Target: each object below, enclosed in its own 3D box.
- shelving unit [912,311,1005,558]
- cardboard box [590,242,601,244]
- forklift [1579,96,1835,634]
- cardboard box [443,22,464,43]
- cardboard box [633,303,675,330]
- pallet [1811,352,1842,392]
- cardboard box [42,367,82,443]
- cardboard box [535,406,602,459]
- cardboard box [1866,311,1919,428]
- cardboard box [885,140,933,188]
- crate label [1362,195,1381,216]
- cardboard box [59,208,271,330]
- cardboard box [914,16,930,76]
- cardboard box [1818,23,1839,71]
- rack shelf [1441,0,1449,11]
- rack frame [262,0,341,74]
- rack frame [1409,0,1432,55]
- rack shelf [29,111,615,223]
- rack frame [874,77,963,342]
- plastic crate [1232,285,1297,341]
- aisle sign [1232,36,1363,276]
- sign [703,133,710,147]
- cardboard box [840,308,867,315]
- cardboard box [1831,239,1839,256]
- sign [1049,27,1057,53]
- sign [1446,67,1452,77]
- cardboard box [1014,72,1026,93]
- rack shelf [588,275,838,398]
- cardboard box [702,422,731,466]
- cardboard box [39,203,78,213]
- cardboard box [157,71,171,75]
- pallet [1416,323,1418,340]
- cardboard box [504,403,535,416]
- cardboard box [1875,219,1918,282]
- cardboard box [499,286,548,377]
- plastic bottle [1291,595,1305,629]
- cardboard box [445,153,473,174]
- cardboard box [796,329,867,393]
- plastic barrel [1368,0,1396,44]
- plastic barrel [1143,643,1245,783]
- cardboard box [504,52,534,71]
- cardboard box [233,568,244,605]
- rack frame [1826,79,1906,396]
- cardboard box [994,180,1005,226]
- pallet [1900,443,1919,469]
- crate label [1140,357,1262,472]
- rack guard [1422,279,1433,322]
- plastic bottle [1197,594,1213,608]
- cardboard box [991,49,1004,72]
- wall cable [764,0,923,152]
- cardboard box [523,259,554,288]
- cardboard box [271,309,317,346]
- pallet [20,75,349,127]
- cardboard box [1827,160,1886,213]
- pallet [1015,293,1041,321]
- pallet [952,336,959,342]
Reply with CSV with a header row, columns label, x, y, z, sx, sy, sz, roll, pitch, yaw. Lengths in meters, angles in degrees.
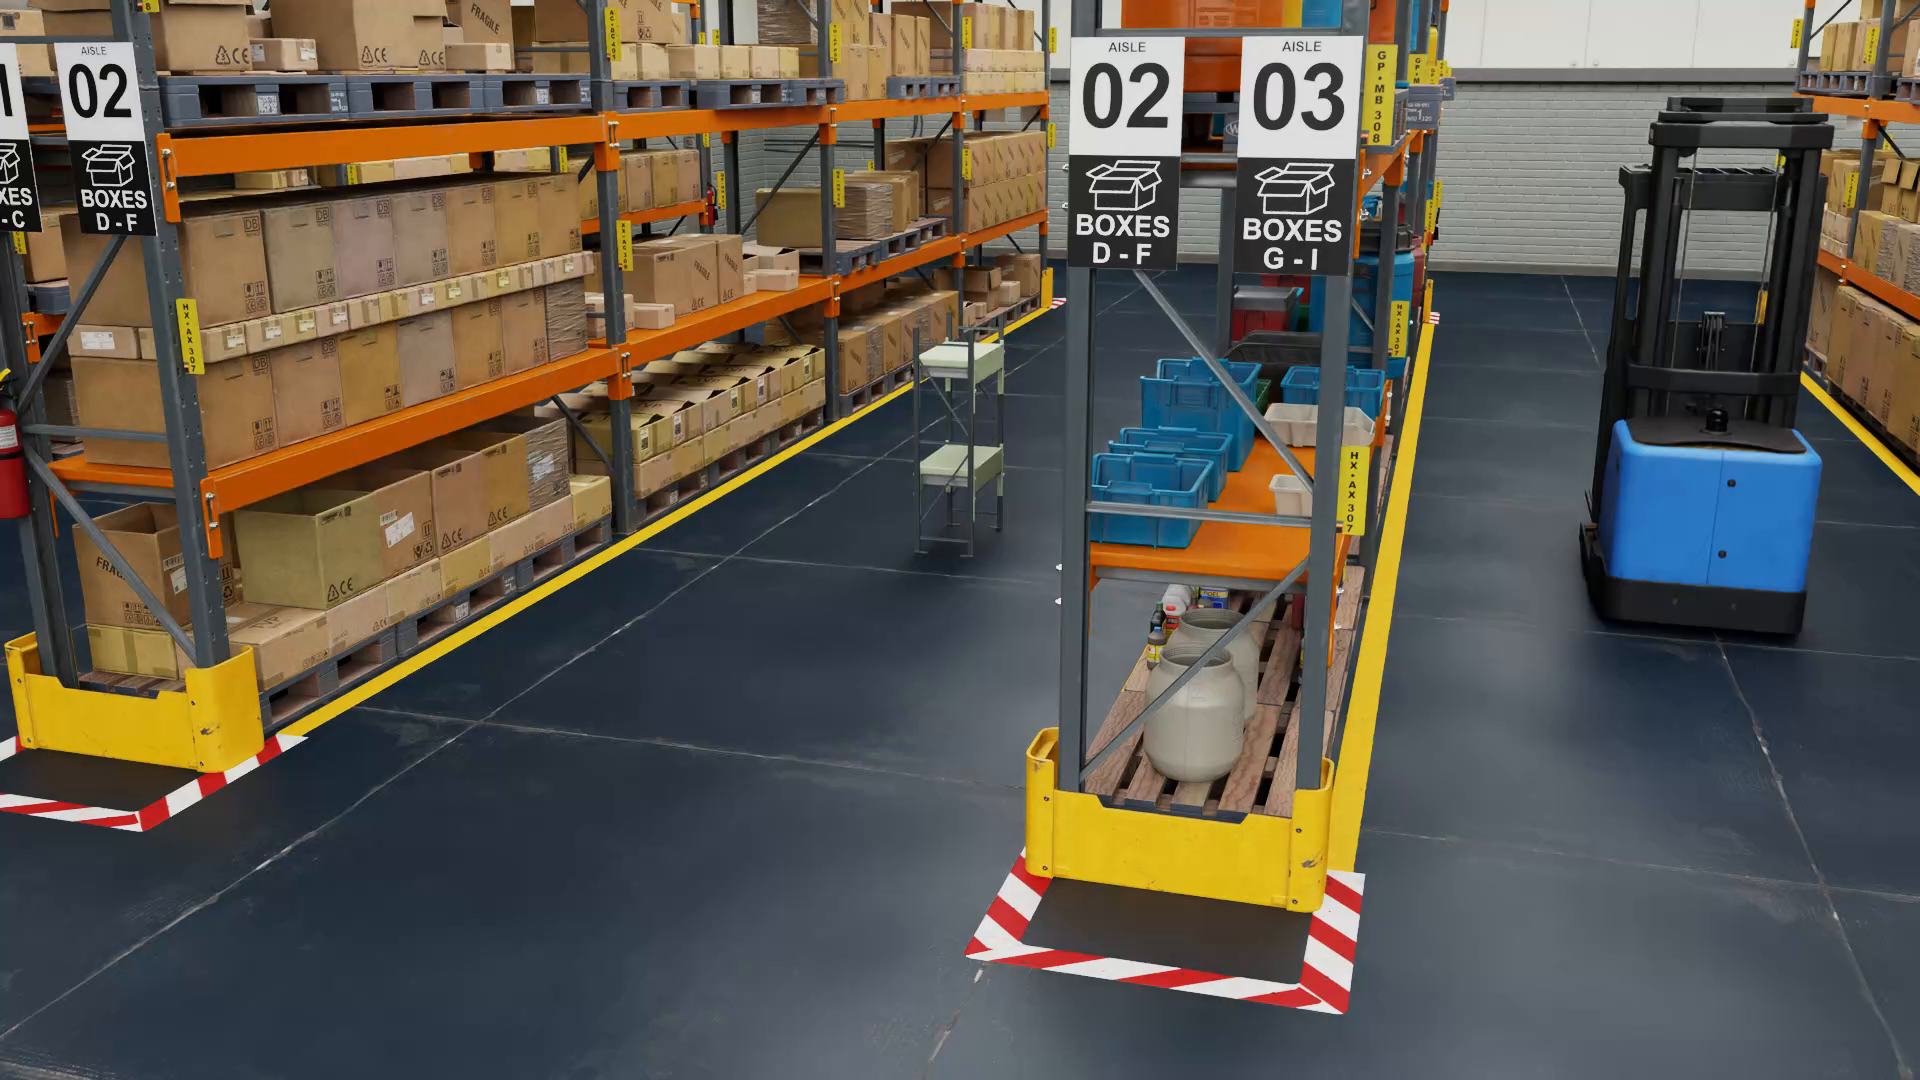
label,x,y,z,sx,sy,sz,roll,pitch,yaw
shelving unit,-0.002,-0.720,11.119,0.431,1.500,0.755,5,16,16
cardboard box,-4.691,-3.879,22.130,0.380,0.149,0.250,5,17,16
forklift,4.612,-1.248,10.358,1.130,2.935,3.031,5,17,16
cardboard box,-3.282,-2.936,9.824,0.500,0.311,0.500,4,16,13
cardboard box,-2.285,-1.614,11.984,0.380,0.149,0.250,5,16,16
pallet,9.329,-1.694,16.916,1.003,0.211,1.213,5,16,16
cardboard box,-7.290,-1.105,13.504,0.700,0.500,0.500,5,17,18
cardboard box,-2.892,-0.796,11.881,0.500,0.311,0.500,5,16,16
cardboard box,8.378,-1.388,13.849,1.225,0.875,0.875,5,16,16
cardboard box,-0.564,-4.294,18.954,0.500,0.500,0.500,5,17,16
crate label,5.040,-4.183,20.776,0.416,0.233,0.303,5,16,16
cardboard box,-3.709,-1.280,7.784,0.700,0.500,0.500,5,16,16
cardboard box,-0.673,-5.227,17.629,0.600,0.600,0.600,3,16,11
cardboard box,9.803,-5.353,18.071,0.700,0.500,0.500,4,16,14
rack shelf,4.857,-6.098,18.388,1.077,0.370,4.000,5,16,16
rack frame,-6.346,-5.835,15.410,1.000,3.000,0.127,5,16,16
rack frame,3.152,-5.067,12.701,1.000,3.000,0.127,5,16,16
rack shelf,-3.301,-2.093,9.032,1.077,0.370,4.000,5,16,16
rack frame,-0.459,-3.612,18.567,1.000,3.000,0.127,5,16,16
plastic crate,1.860,-1.315,10.352,0.402,0.464,0.583,5,16,16
aisle sign,1.139,-1.297,5.640,0.394,0.787,0.004,5,16,16
sign,-3.557,-5.667,23.256,0.100,0.325,0.005,5,16,16
cardboard box,-1.265,-2.111,17.049,0.500,0.500,0.500,4,16,14
cardboard box,8.883,-2.895,16.498,0.380,0.149,0.250,5,17,17
sign,1.204,-6.479,21.556,0.100,0.325,0.005,5,16,16
sign,5.958,-5.628,20.369,0.100,0.325,0.005,5,16,16
cardboard box,0.502,-5.613,20.399,0.500,0.250,0.500,5,16,16
rack shelf,-2.164,-1.696,13.131,1.077,0.370,4.000,5,16,16
cardboard box,-2.089,-0.754,12.760,0.500,0.250,0.500,4,16,14
cardboard box,-7.140,-2.438,13.439,0.700,0.500,0.500,6,17,22
cardboard box,-6.901,-4.055,13.679,0.500,0.500,0.500,4,16,14
pallet,4.806,-2.401,19.408,1.003,0.211,1.213,5,16,16
cardboard box,-3.165,-0.662,11.062,0.500,0.500,0.500,5,16,16
cardboard box,8.383,-2.528,14.560,0.500,0.500,0.500,4,16,15
cardboard box,-2.996,-1.312,10.275,0.700,0.500,0.500,4,16,15
plastic bottle,1.810,0.321,8.873,0.061,0.283,0.133,5,16,16
cardboard box,-5.541,-4.015,17.848,0.500,0.250,0.500,4,16,15
cardboard box,-1.192,-1.672,15.500,0.500,0.500,0.500,5,17,18
plastic barrel,3.316,-4.181,13.518,0.600,0.830,0.708,5,16,16
plastic barrel,0.993,0.729,7.051,0.421,0.512,0.421,0,16,0
cardboard box,-5.240,-5.814,20.154,0.500,0.250,0.500,5,17,16
cardboard box,-3.870,0.353,8.856,0.500,0.250,0.500,5,16,16
rack frame,9.038,-2.843,15.855,1.000,3.000,0.127,5,16,16
cardboard box,0.234,-4.037,19.883,0.500,0.500,0.500,5,16,16
pallet,8.197,-0.655,13.253,1.003,0.211,1.213,5,16,16
crate label,1.142,-0.607,7.908,0.502,0.435,0.616,5,16,16
rack guard,5.420,-3.078,21.266,1.175,0.500,0.348,5,16,16
plastic bottle,1.289,0.387,8.791,0.097,0.201,0.097,0,16,0
cardboard box,0.211,-5.592,19.410,0.500,0.250,0.500,5,16,16
wall cable,-2.123,-7.886,28.332,3.097,2.526,0.112,5,16,16
cardboard box,-2.749,-1.658,10.307,0.380,0.149,0.250,4,16,14
cardboard box,-3.407,-1.053,8.173,0.380,0.149,0.250,5,16,16
pallet,-3.644,-2.056,7.746,1.003,0.211,1.213,5,16,16
cardboard box,9.058,-3.546,16.691,0.500,0.500,0.500,5,17,16
pallet,0.430,-3.088,21.832,1.003,0.211,1.213,5,16,16
pallet,-0.654,-2.055,18.187,1.003,0.211,1.213,5,16,16
